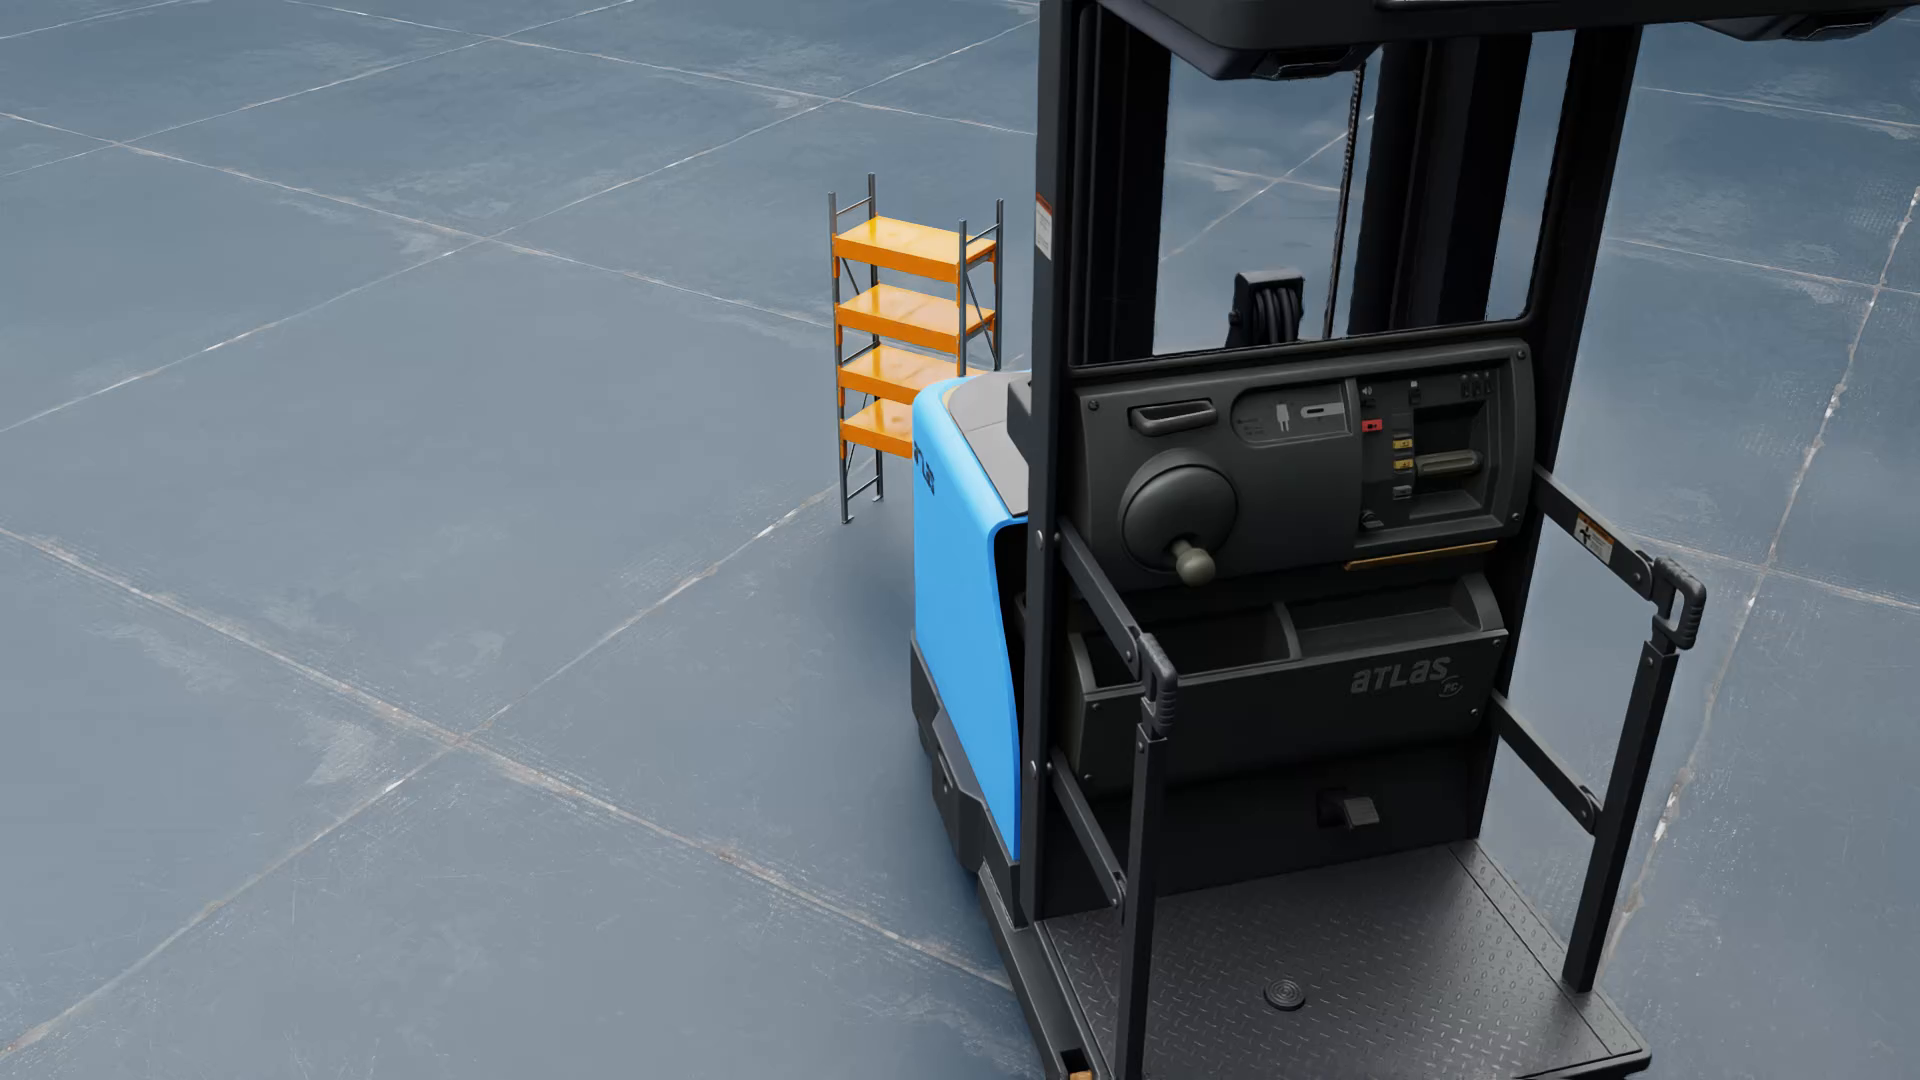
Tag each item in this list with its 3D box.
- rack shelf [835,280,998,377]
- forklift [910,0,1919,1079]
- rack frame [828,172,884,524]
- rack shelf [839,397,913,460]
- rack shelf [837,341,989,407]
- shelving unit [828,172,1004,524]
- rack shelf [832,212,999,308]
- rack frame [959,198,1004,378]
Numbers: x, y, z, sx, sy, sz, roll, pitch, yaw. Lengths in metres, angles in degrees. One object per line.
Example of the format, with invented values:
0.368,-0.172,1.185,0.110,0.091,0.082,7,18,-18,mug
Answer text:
-0.140,-0.698,5.445,0.480,0.148,0.258,18,35,27,rack shelf
0.734,-0.098,3.010,1.130,2.935,3.031,-8,31,-13,forklift
-0.347,-0.628,5.636,0.015,1.200,0.240,18,35,27,rack frame
-0.140,-0.333,5.658,0.480,0.148,0.258,18,35,27,rack shelf
-0.140,-0.504,5.558,0.480,0.148,0.258,18,35,27,rack shelf
-0.140,-0.563,5.524,0.503,1.200,0.258,18,35,27,shelving unit
-0.140,-0.902,5.326,0.480,0.148,0.258,18,35,27,rack shelf
0.066,-0.497,5.412,0.015,1.200,0.240,18,35,27,rack frame
